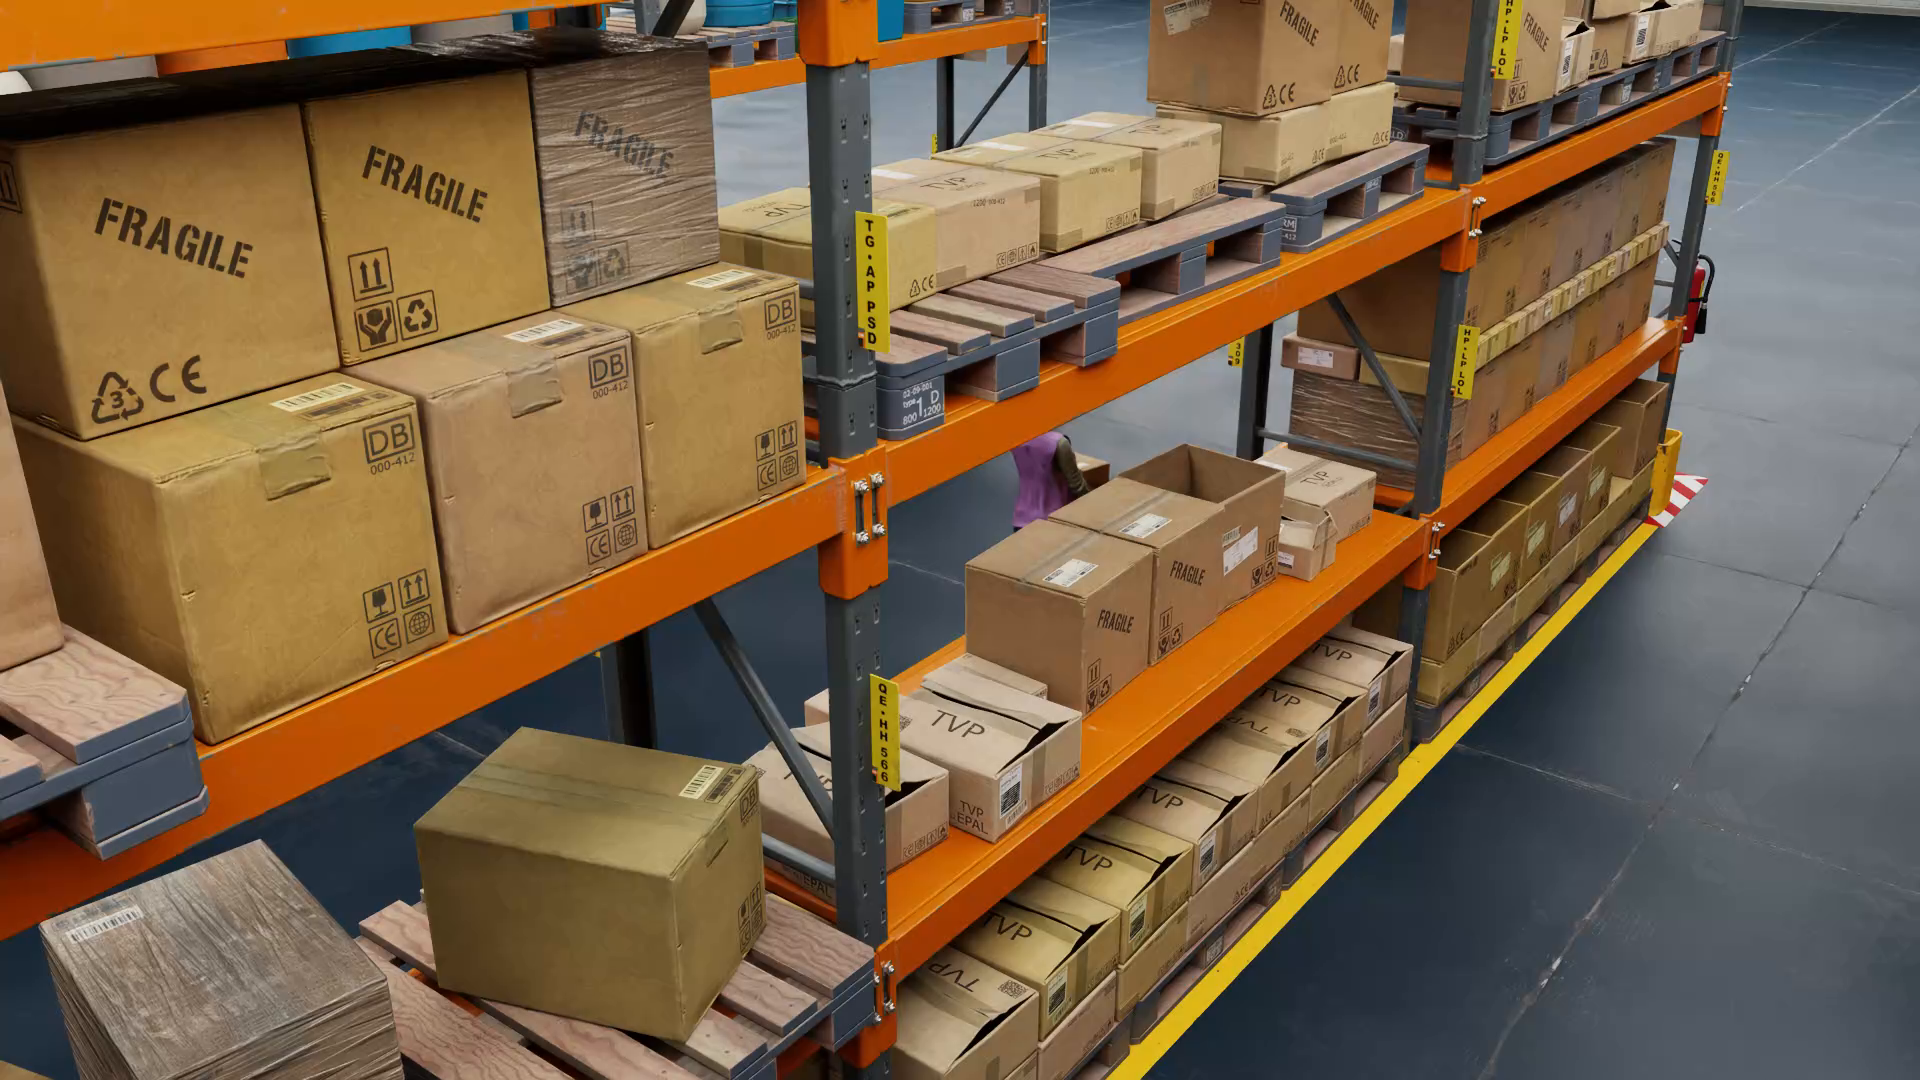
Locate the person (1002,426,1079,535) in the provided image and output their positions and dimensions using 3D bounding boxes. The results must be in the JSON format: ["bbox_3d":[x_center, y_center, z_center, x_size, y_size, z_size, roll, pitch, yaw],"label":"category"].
[{"bbox_3d":[0.441,-0.074,8.781,0.484,1.593,0.344,17,29,33],"label":"person"}]
